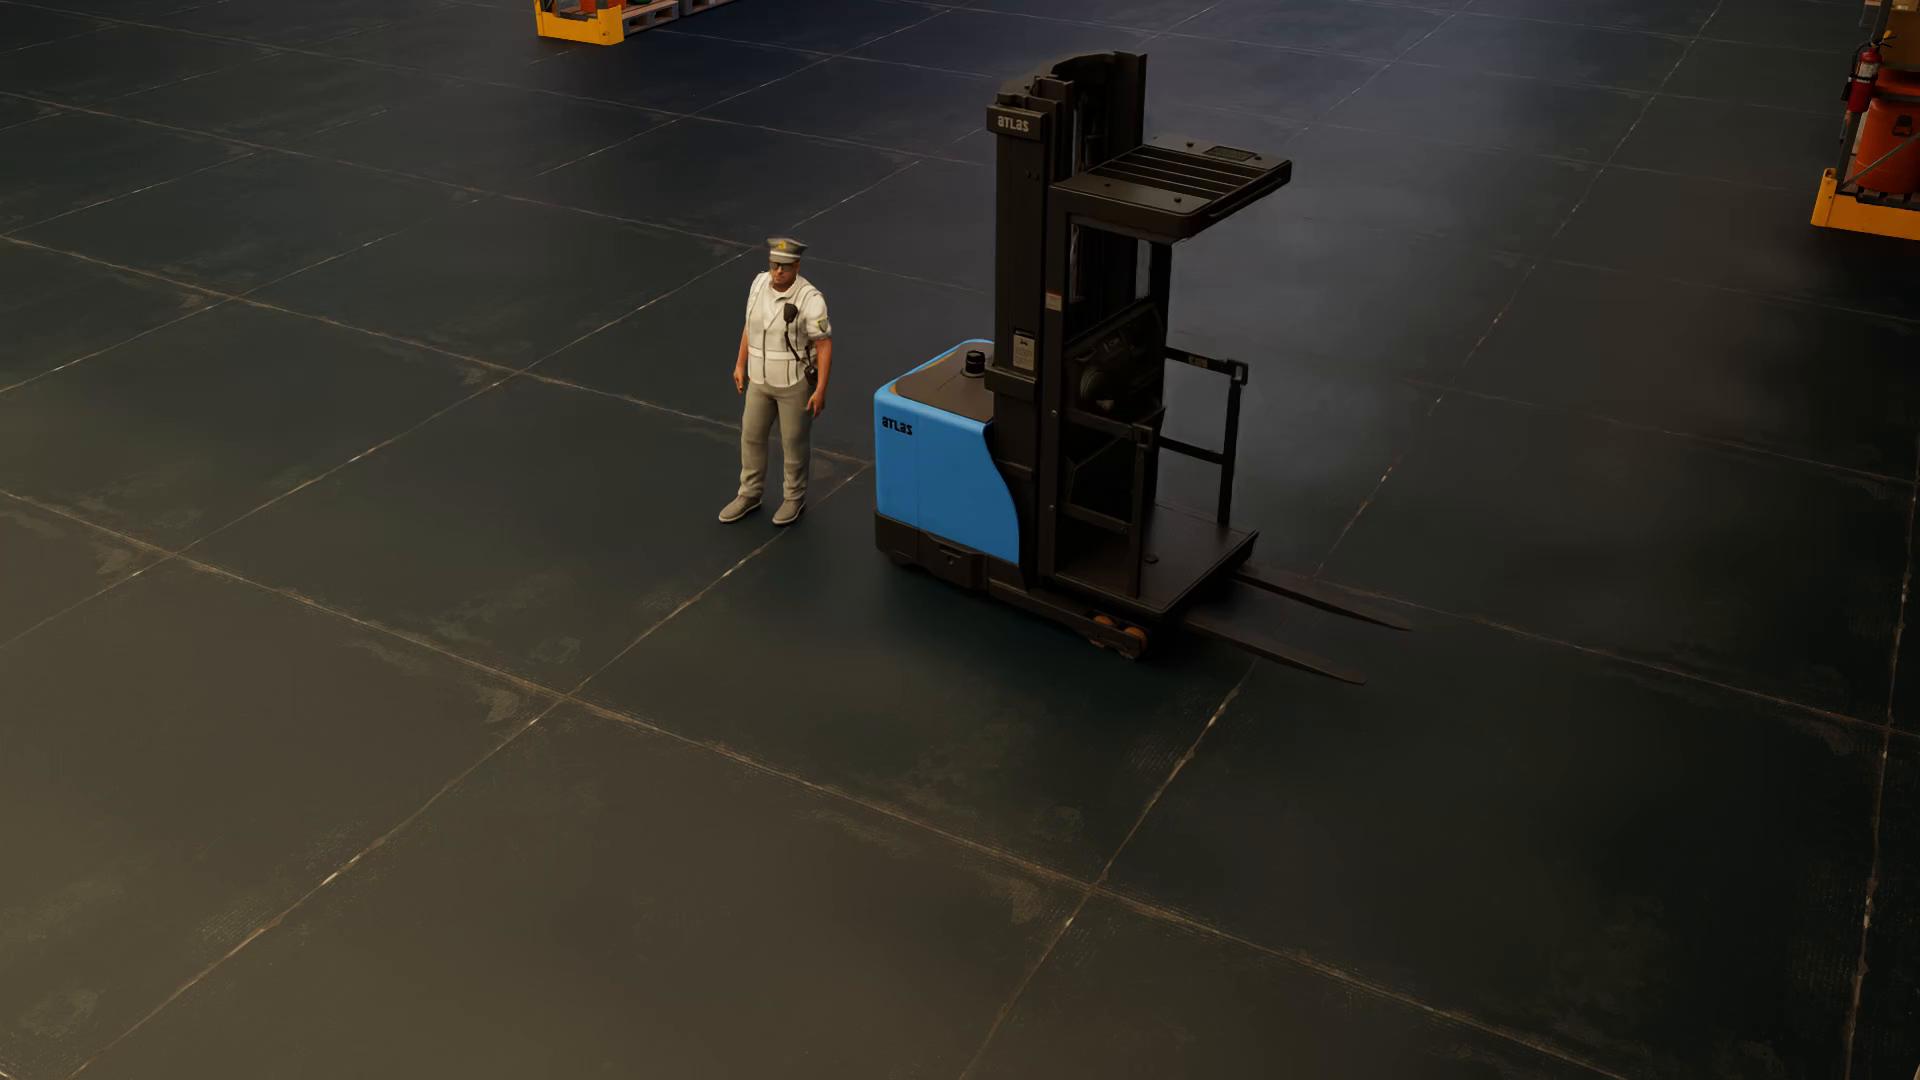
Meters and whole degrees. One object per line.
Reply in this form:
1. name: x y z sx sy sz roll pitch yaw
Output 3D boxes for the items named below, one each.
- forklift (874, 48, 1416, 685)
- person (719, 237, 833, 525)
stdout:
1. forklift: 0.989 -0.936 8.693 3.031 2.935 1.130 20 36 31
2. person: -1.088 -0.929 9.835 0.660 1.777 0.546 14 33 23
